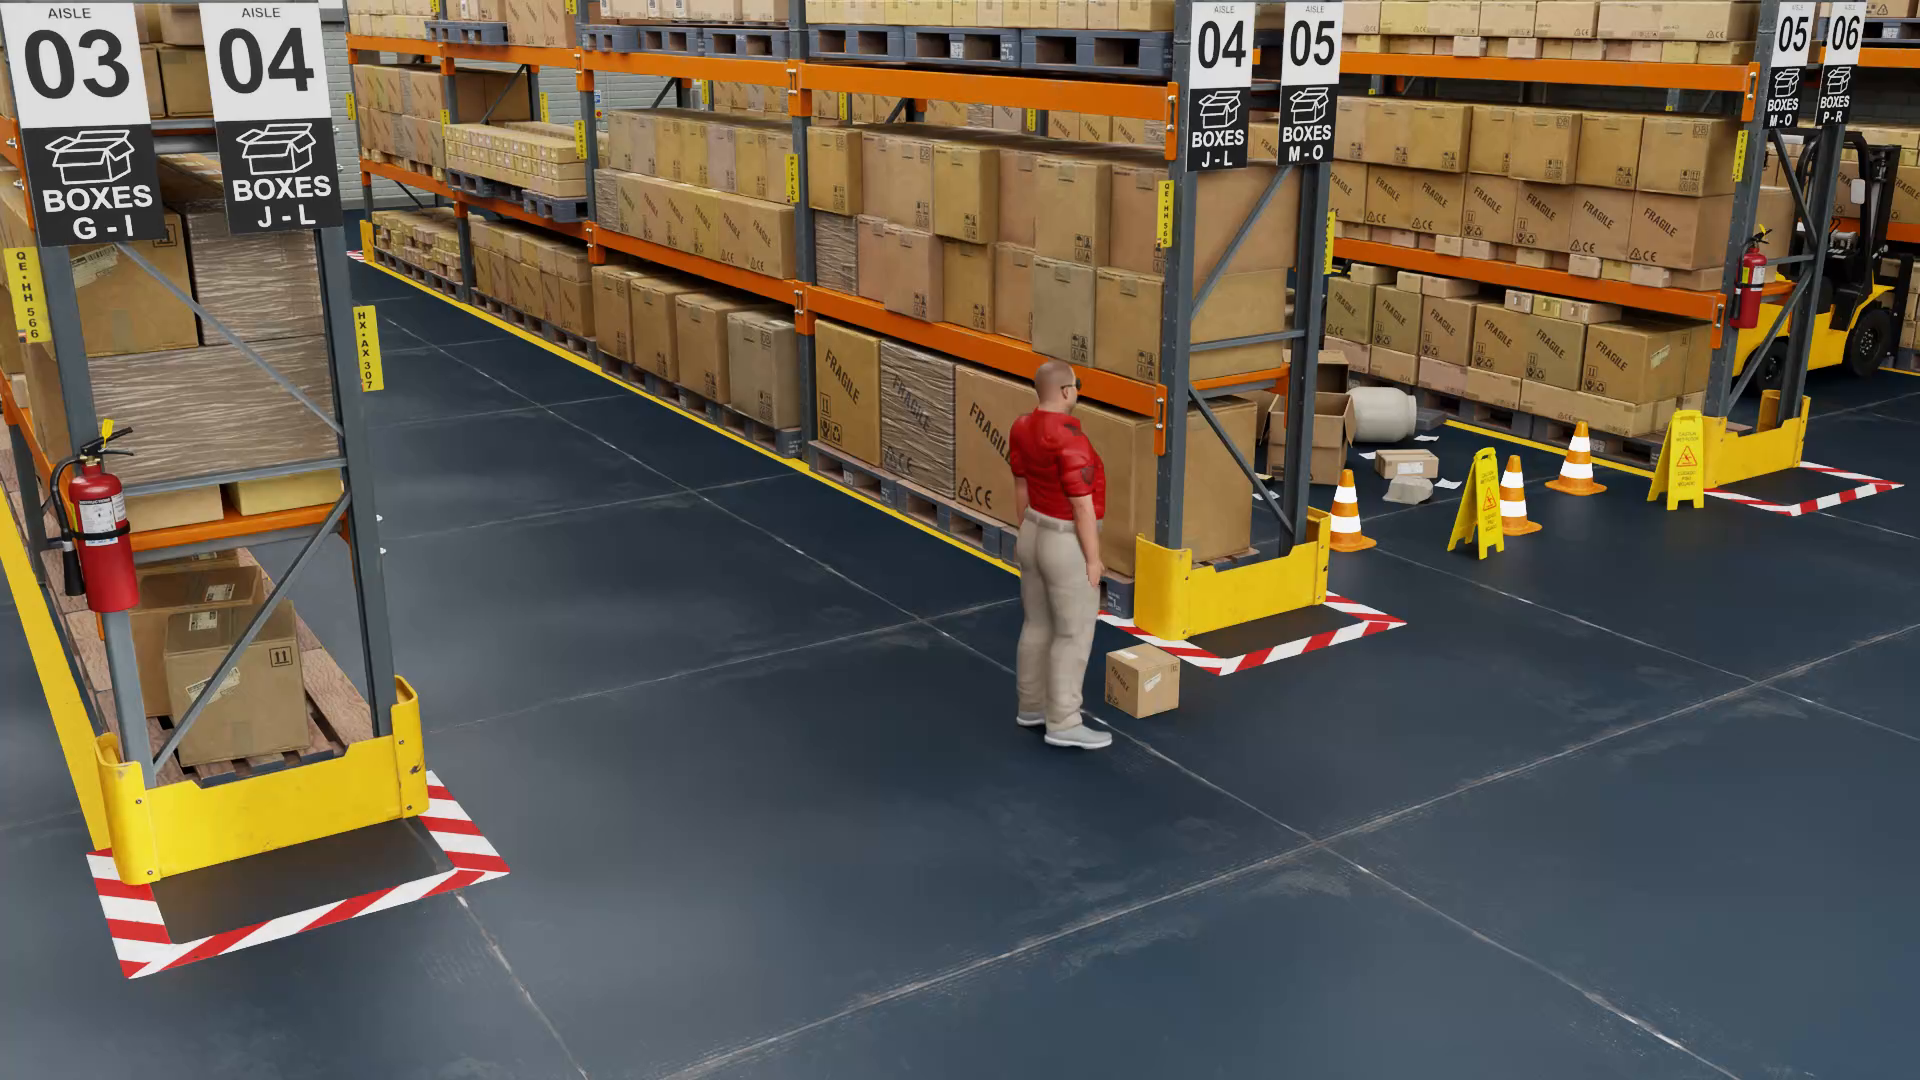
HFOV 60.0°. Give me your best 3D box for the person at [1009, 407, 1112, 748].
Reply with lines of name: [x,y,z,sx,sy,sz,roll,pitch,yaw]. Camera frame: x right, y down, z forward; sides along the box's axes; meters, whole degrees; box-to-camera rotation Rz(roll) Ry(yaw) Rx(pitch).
person: [0.457,0.155,7.470,0.363,1.548,0.540,-11,21,-31]
